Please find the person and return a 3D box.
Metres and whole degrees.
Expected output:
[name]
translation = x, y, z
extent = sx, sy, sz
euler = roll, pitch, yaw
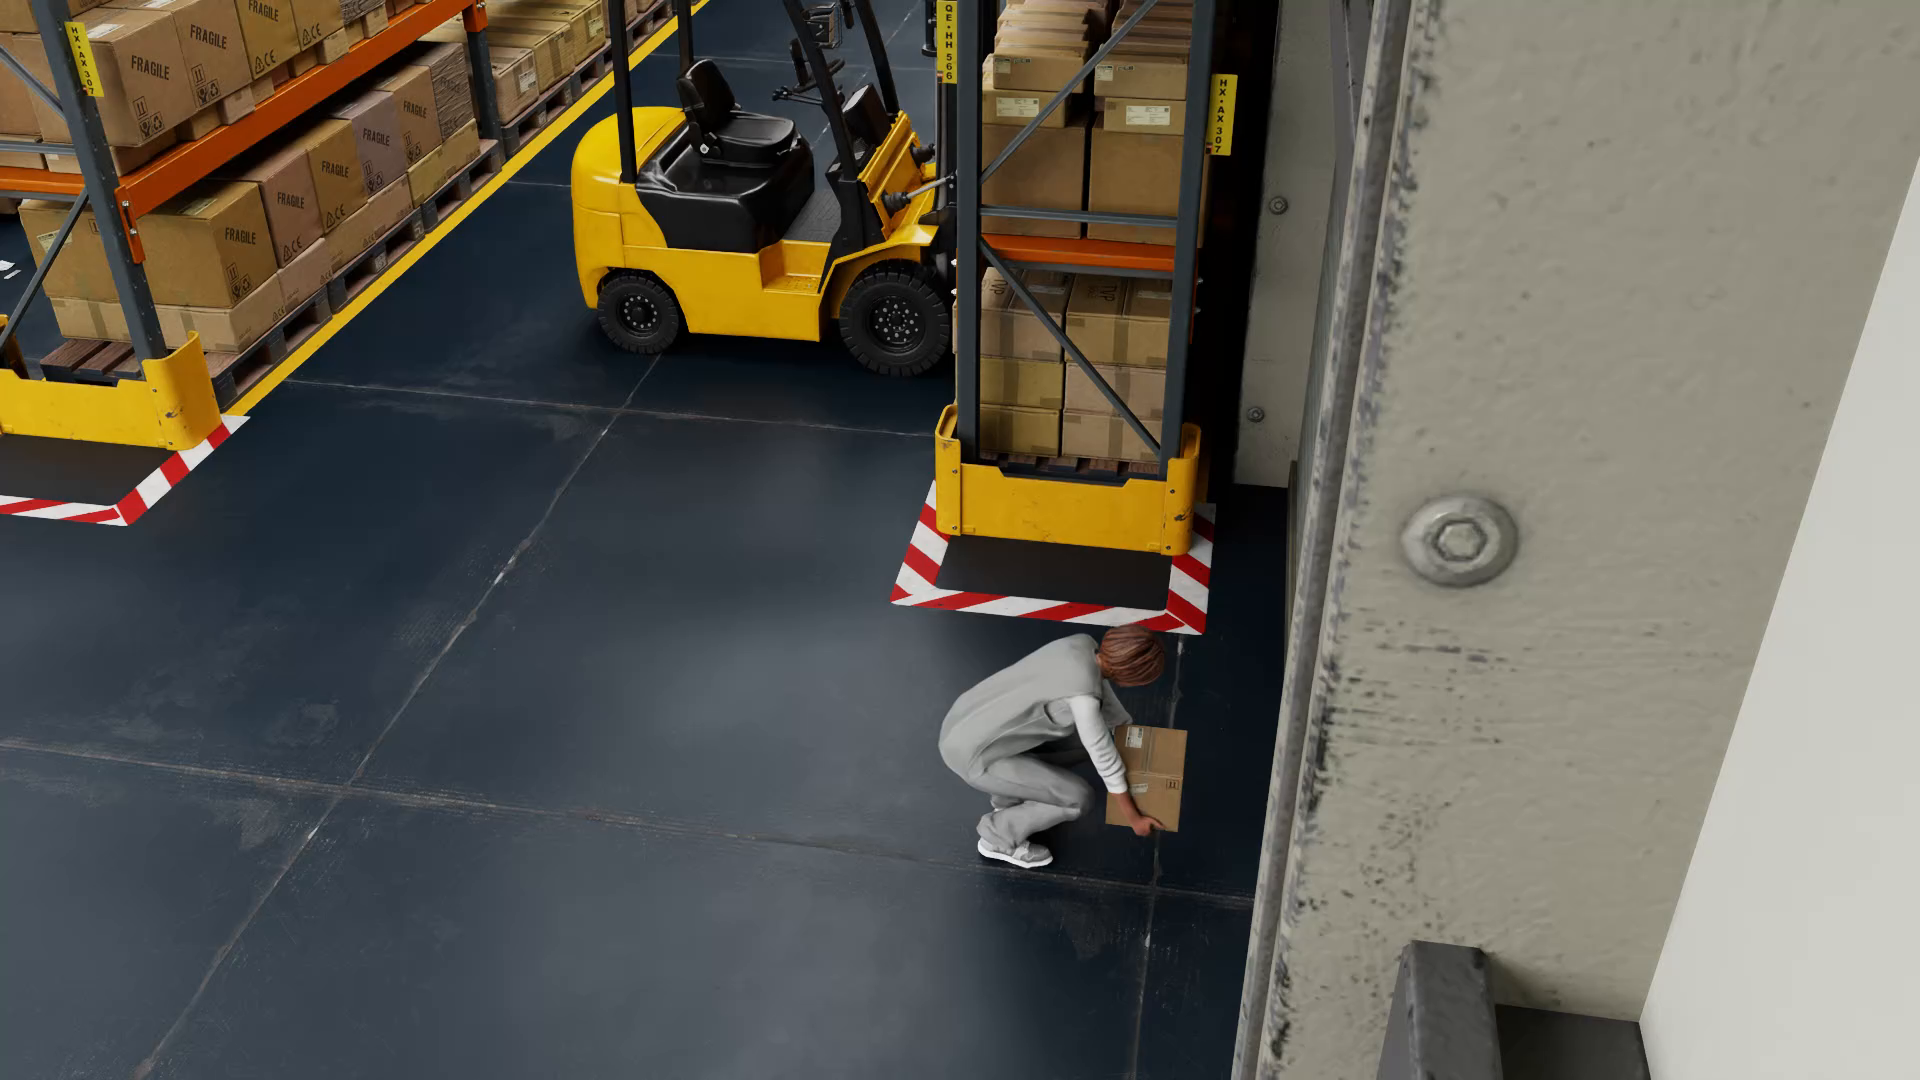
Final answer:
[person]
translation = 0.328, 0.685, 5.717
extent = 0.802, 0.922, 0.423
euler = 5, 33, 7
